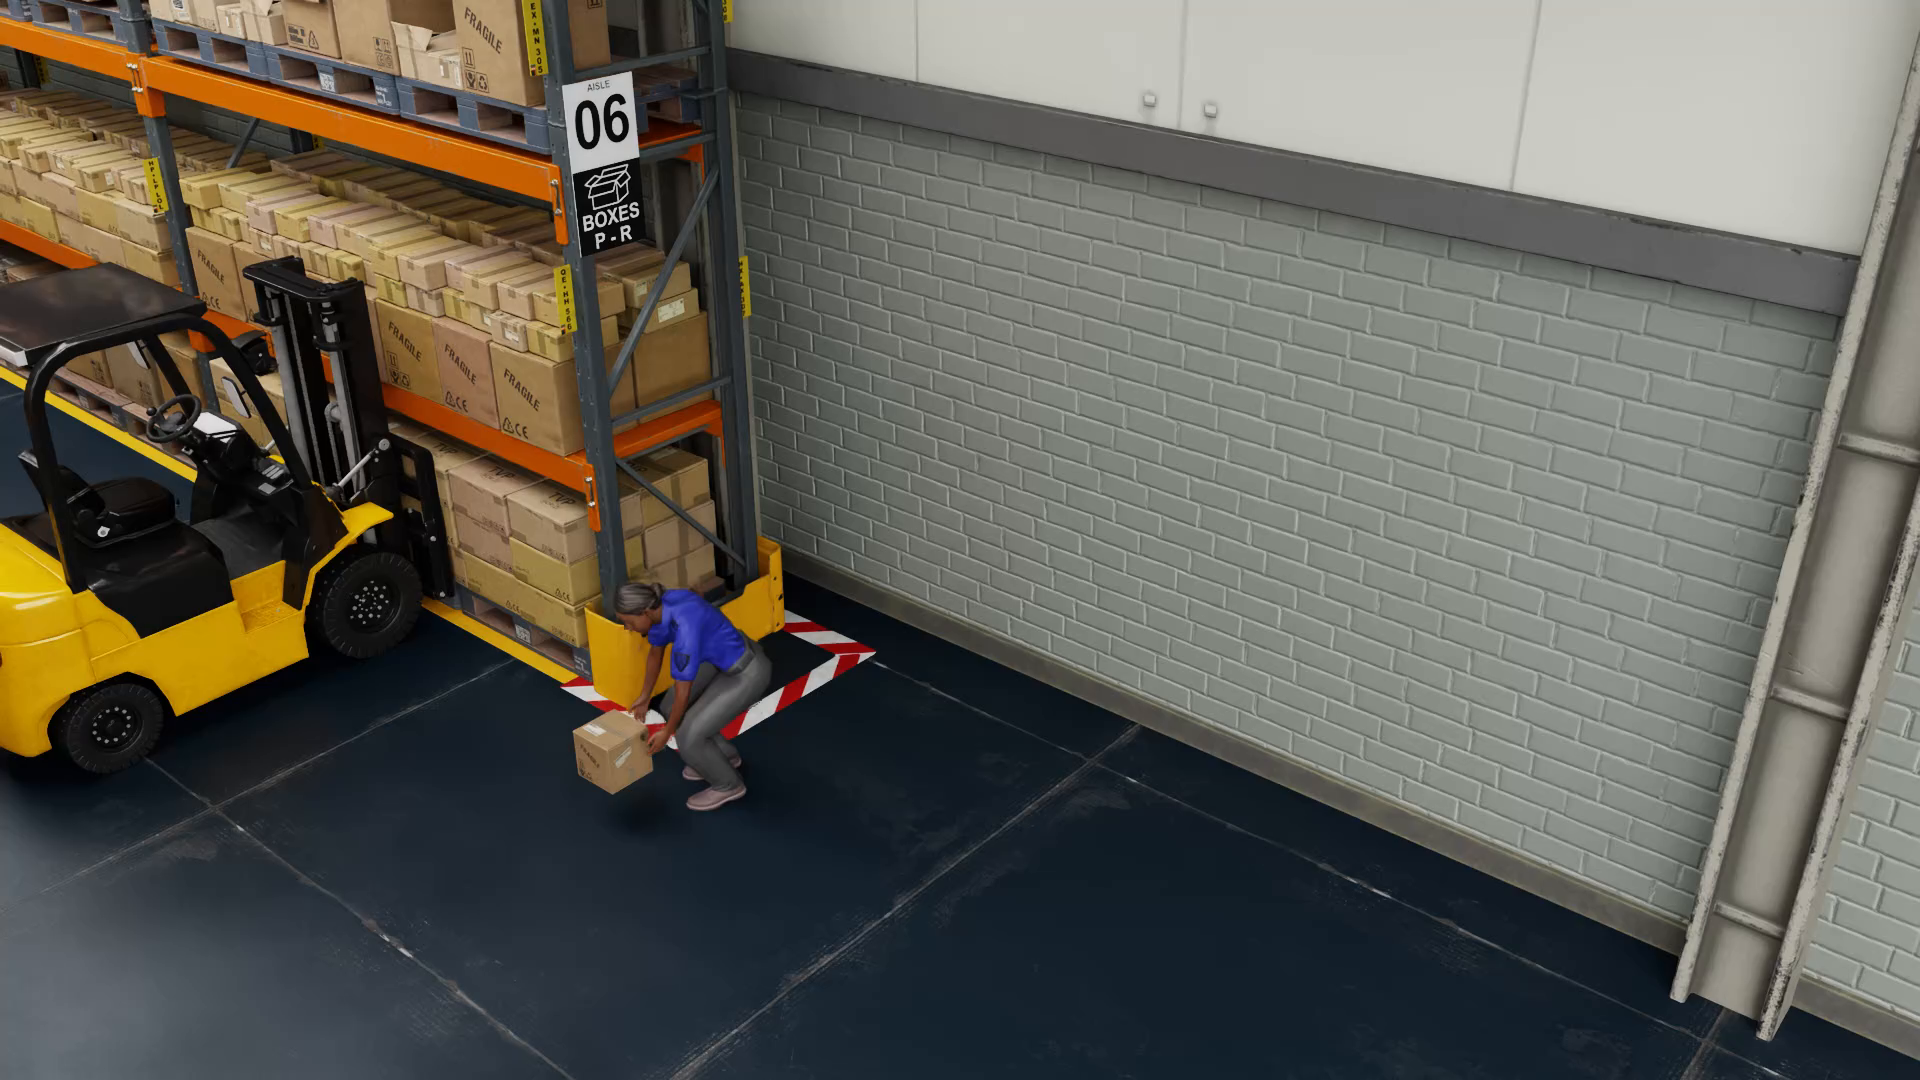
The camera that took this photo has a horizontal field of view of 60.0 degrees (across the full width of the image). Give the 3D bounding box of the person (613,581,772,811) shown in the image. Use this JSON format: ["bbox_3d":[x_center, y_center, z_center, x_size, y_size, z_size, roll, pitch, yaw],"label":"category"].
[{"bbox_3d":[-1.224,0.687,7.789,0.706,1.221,0.501,-11,30,-20],"label":"person"}]
